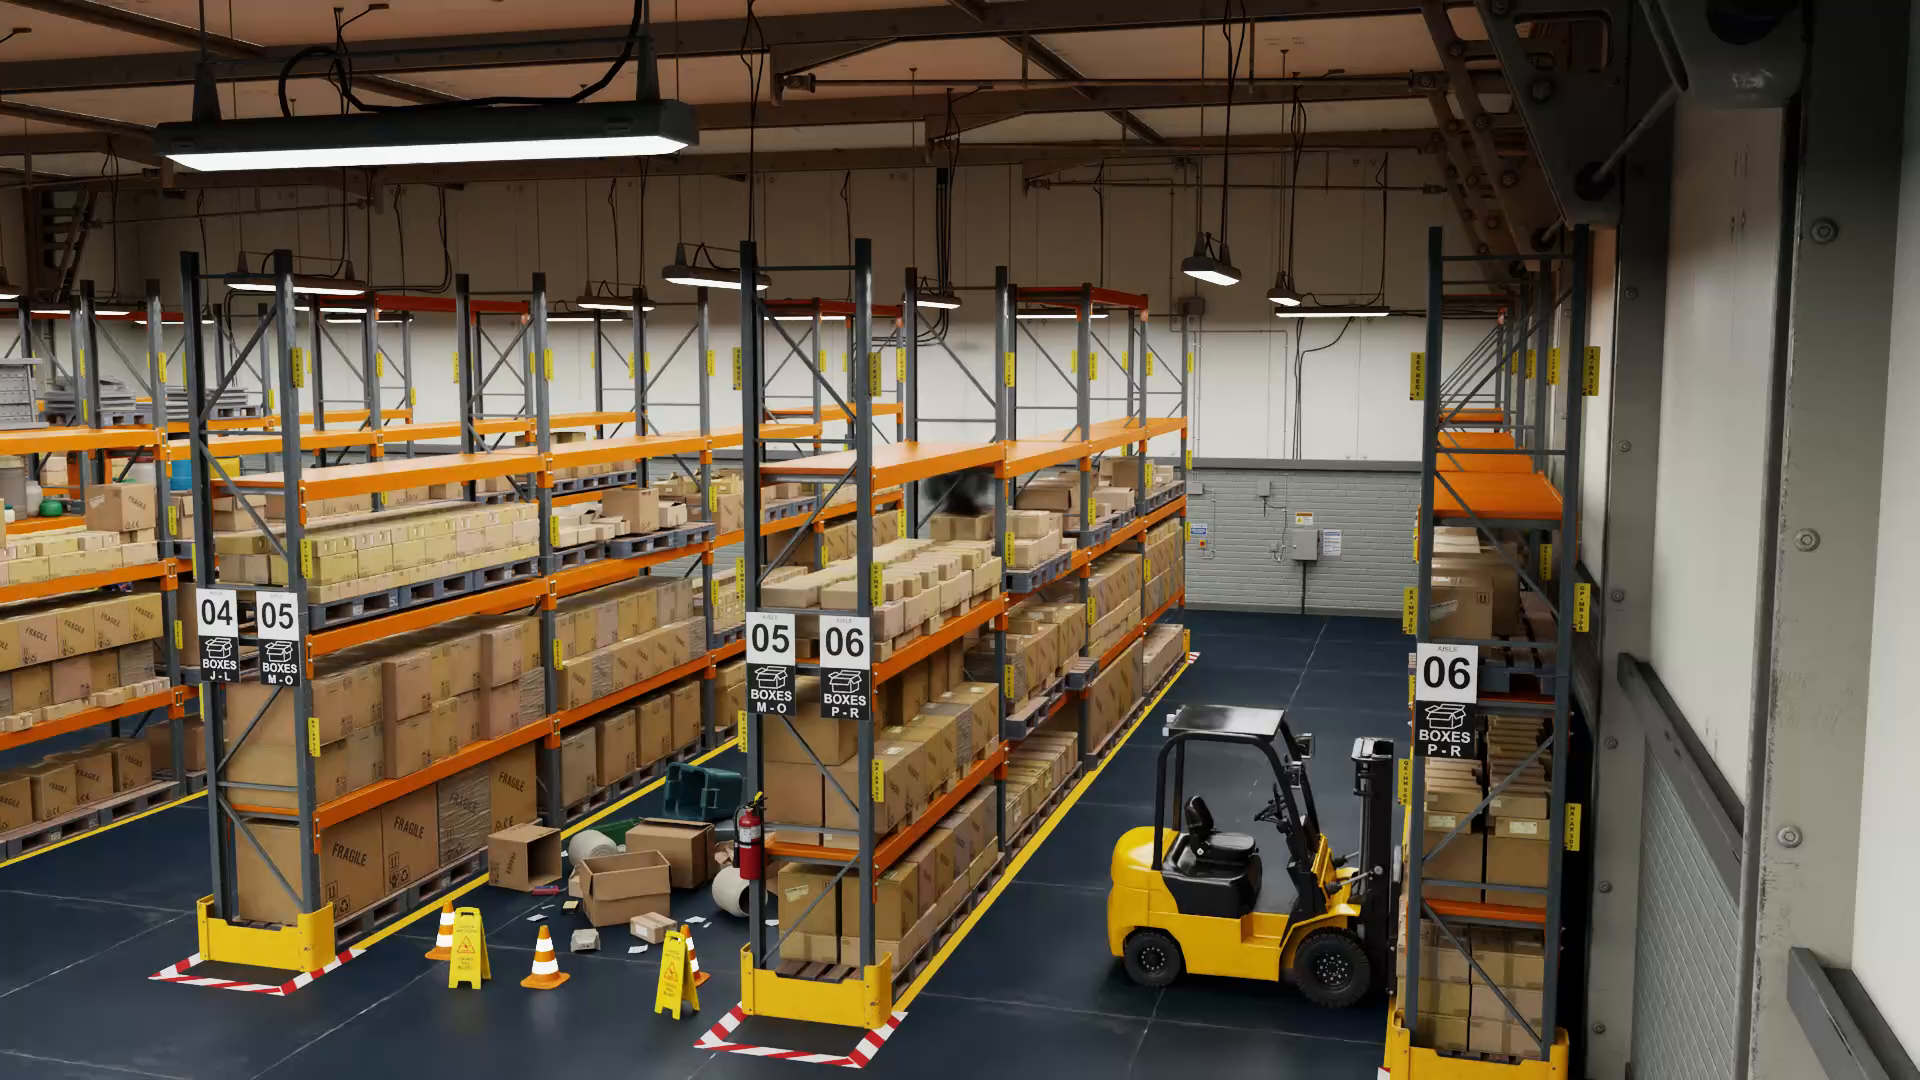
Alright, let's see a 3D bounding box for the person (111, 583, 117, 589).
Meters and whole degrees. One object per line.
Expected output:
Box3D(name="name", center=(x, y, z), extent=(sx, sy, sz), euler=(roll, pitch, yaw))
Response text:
Box3D(name="person", center=(-14.849, 1.135, 28.733), extent=(0.545, 1.619, 0.628), euler=(0, 6, 4))
